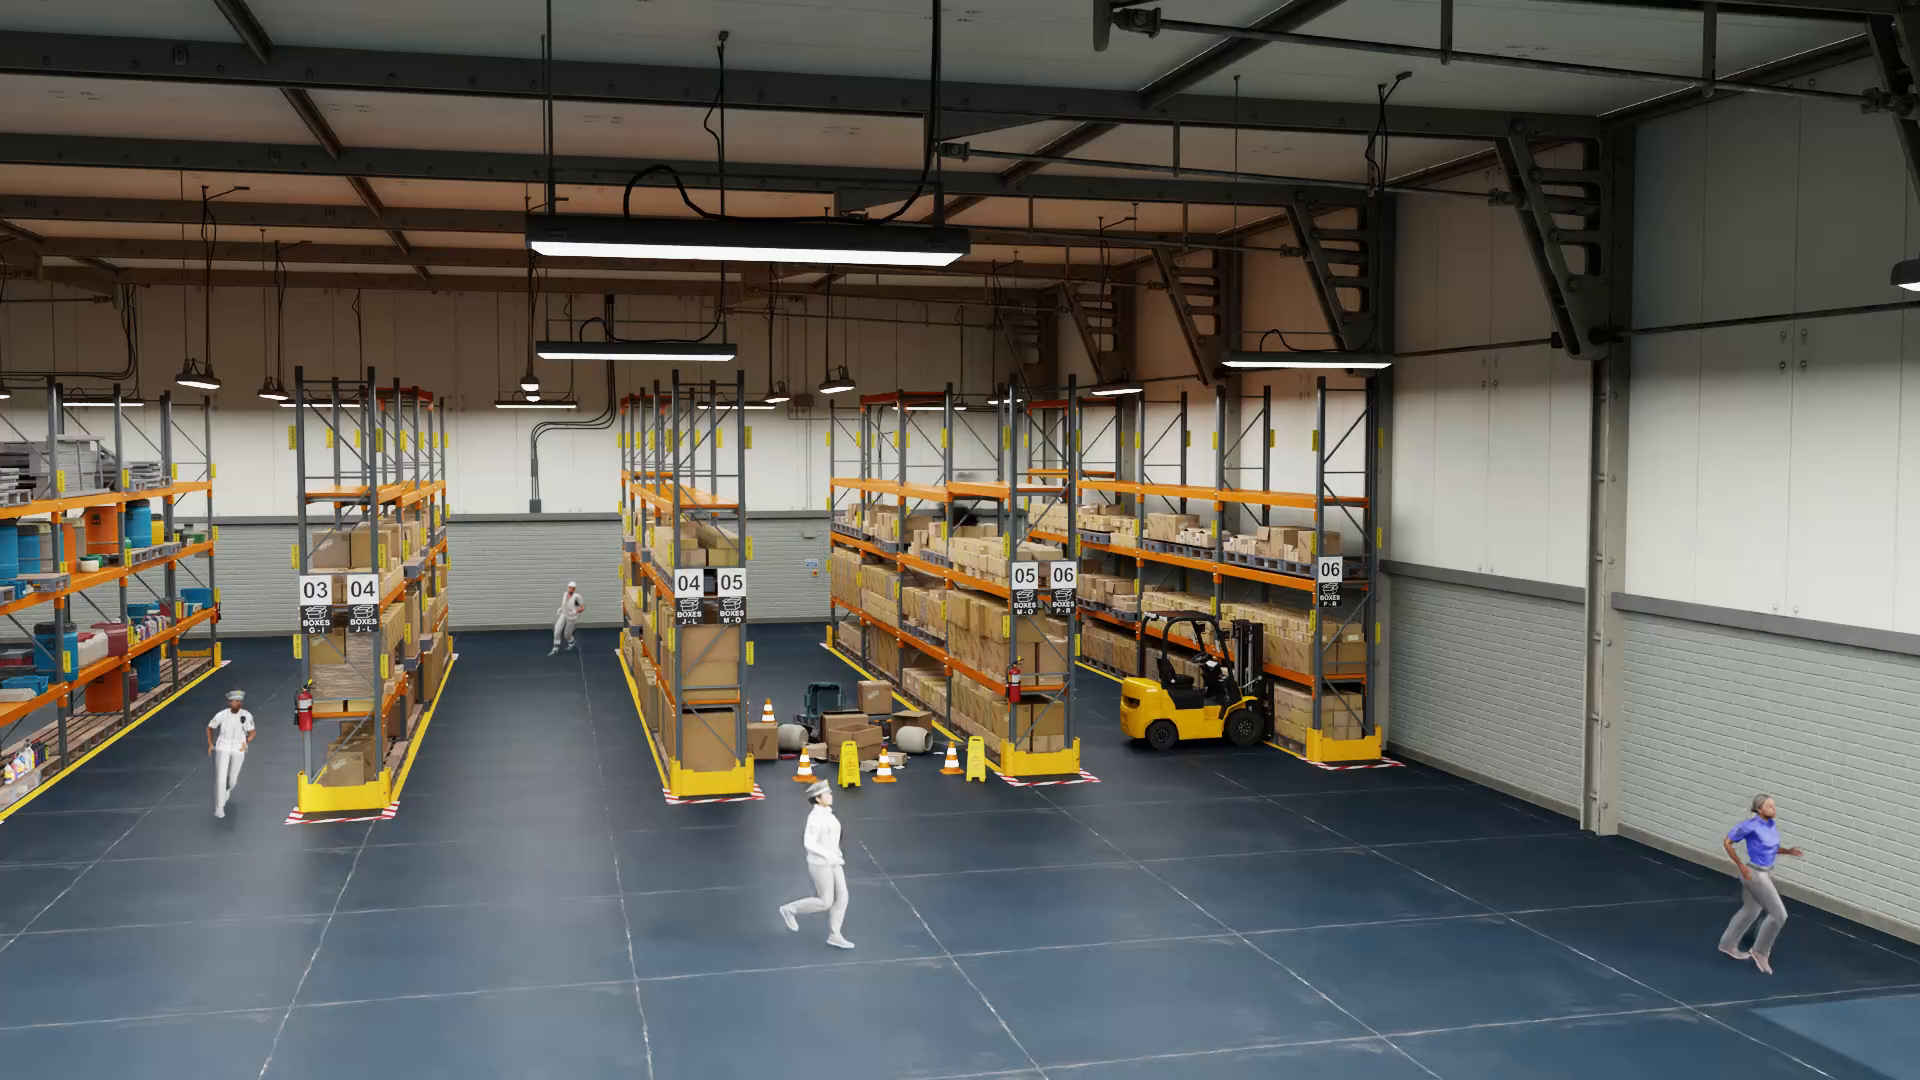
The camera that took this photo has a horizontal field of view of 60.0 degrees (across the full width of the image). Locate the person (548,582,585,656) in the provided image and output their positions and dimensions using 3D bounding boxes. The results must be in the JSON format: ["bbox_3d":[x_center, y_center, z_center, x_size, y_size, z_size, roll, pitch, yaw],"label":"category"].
[{"bbox_3d":[-9.125,1.832,38.967,0.767,1.729,0.870,1,4,19],"label":"person"}]

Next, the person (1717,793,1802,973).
[{"bbox_3d":[7.605,3.253,15.815,0.725,1.708,0.546,3,5,44],"label":"person"}]

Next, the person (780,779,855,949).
[{"bbox_3d":[-1.402,3.198,16.479,0.747,1.682,0.617,1,3,12],"label":"person"}]

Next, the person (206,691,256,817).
[{"bbox_3d":[-9.848,2.857,22.482,0.614,1.670,0.737,-2,4,-27],"label":"person"}]
